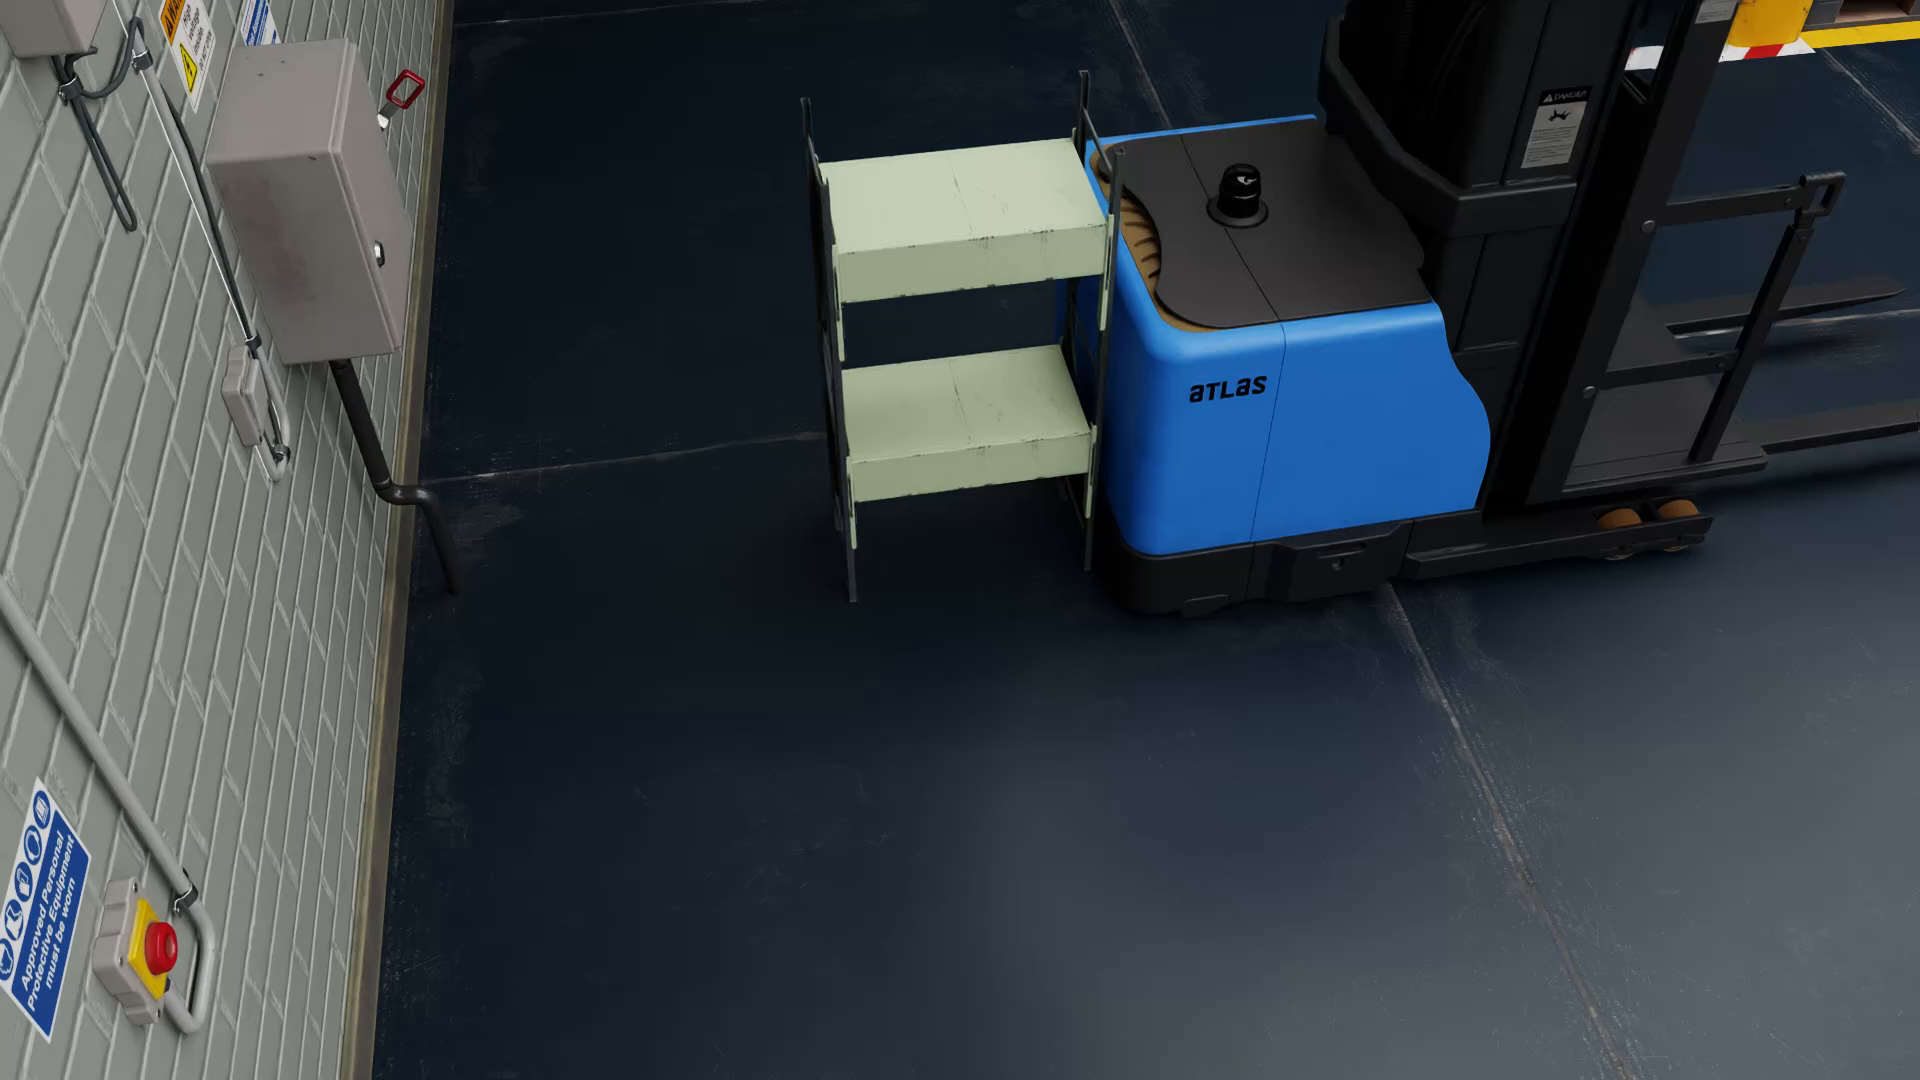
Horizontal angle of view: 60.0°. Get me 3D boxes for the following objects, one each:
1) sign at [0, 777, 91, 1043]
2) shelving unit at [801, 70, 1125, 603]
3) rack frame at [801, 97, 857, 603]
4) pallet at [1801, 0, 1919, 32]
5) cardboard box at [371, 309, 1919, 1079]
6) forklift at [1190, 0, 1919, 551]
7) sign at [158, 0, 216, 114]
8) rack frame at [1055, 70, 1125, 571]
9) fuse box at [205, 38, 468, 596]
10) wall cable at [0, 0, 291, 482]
[{"bbox_3d":[-1.354,0.544,2.455,0.001,0.218,0.327,-7,46,-7],"label":"sign"},{"bbox_3d":[-0.001,-0.519,4.709,0.755,1.500,0.400,-8,47,-7],"label":"shelving unit"},{"bbox_3d":[-0.361,-0.471,4.662,0.023,1.500,0.400,-8,47,-7],"label":"rack frame"},{"bbox_3d":[4.261,-2.775,7.777,1.213,0.211,1.003,-7,46,-7],"label":"pallet"},{"bbox_3d":[5.311,0.540,3.654,13.522,1.550,6.103,-8,47,-7],"label":"cardboard box"},{"bbox_3d":[1.907,-1.291,4.519,2.937,2.843,1.107,-8,47,-8],"label":"forklift"},{"bbox_3d":[-1.711,-1.135,3.687,0.001,0.242,0.339,-7,46,-7],"label":"sign"},{"bbox_3d":[0.359,-0.567,4.755,0.023,1.500,0.400,-8,47,-7],"label":"rack frame"},{"bbox_3d":[-1.516,-0.466,4.510,0.414,1.711,0.539,-7,46,-7],"label":"fuse box"},{"bbox_3d":[-1.555,-0.762,3.195,0.122,1.984,0.588,-7,46,-7],"label":"wall cable"}]
